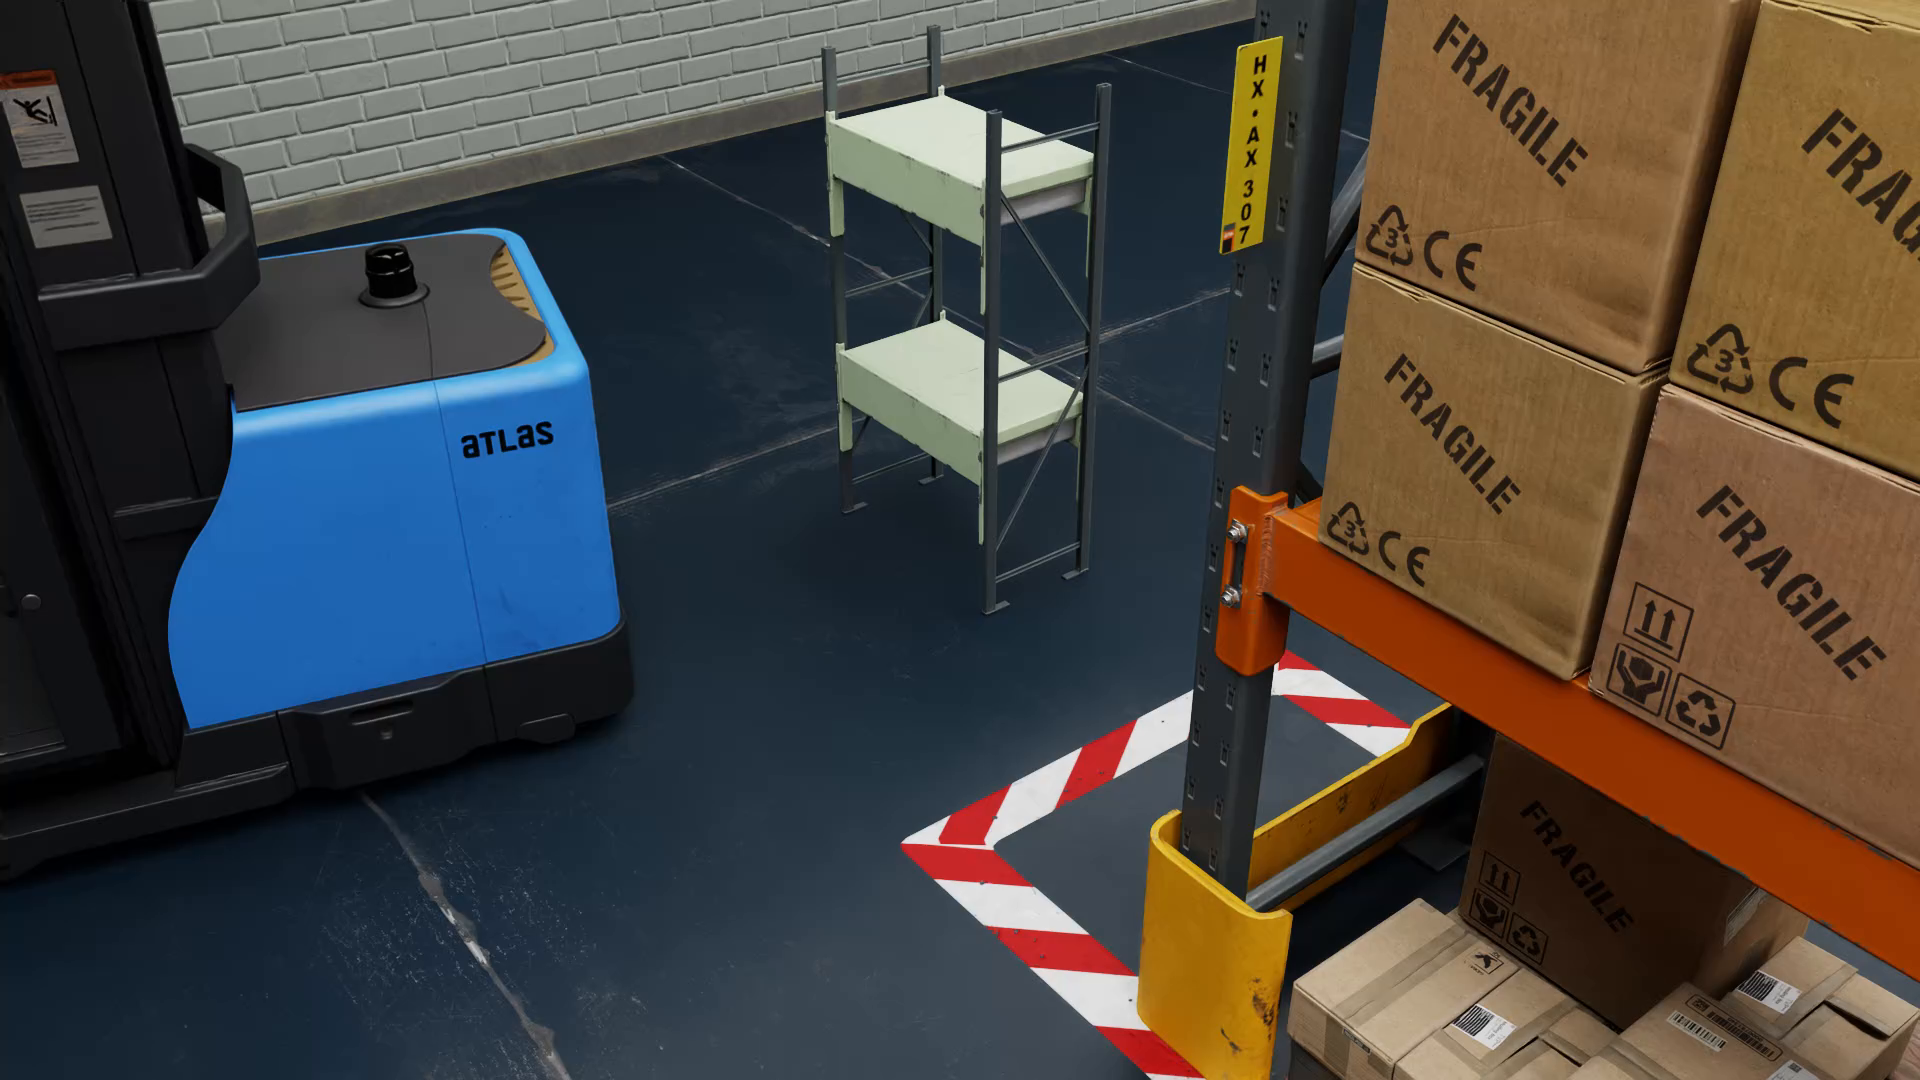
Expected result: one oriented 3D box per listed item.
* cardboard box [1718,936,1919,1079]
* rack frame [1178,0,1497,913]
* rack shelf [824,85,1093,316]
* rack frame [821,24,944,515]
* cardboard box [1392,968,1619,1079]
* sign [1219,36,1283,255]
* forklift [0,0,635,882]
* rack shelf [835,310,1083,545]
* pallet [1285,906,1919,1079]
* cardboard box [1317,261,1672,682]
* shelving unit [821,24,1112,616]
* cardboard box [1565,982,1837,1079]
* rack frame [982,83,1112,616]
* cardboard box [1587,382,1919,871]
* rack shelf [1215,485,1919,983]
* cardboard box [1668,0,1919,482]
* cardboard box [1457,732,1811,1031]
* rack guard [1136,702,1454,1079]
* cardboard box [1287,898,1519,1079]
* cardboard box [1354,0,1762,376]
[{"bbox_3d":[1.583,0.951,3.145,0.380,0.166,0.250,-22,38,-31],"label":"cardboard box"},{"bbox_3d":[0.878,-0.411,3.068,1.000,3.000,0.127,-22,38,-31],"label":"rack frame"},{"bbox_3d":[0.004,-0.966,4.644,0.431,0.370,0.720,-22,38,-31],"label":"rack shelf"},{"bbox_3d":[-0.220,-0.787,5.095,0.400,1.500,0.023,-22,38,-31],"label":"rack frame"},{"bbox_3d":[1.016,0.996,3.072,0.380,0.166,0.250,-22,38,-31],"label":"cardboard box"},{"bbox_3d":[0.449,-0.603,2.557,0.100,0.325,0.005,-22,38,-31],"label":"sign"},{"bbox_3d":[-2.437,-0.689,3.581,3.031,2.935,1.130,-12,34,-19],"label":"forklift"},{"bbox_3d":[0.004,-0.357,5.022,0.431,0.370,0.720,-22,38,-31],"label":"rack shelf"},{"bbox_3d":[1.414,1.138,3.219,1.003,0.211,1.213,-22,38,-31],"label":"pallet"},{"bbox_3d":[0.941,-0.183,2.607,0.500,0.500,0.500,-21,38,-30],"label":"cardboard box"},{"bbox_3d":[0.004,-0.634,4.850,0.431,1.500,0.755,-22,38,-31],"label":"shelving unit"},{"bbox_3d":[1.294,1.097,2.829,0.500,0.250,0.500,-22,38,-31],"label":"cardboard box"},{"bbox_3d":[0.229,-0.482,4.604,0.400,1.500,0.023,-22,38,-31],"label":"rack frame"},{"bbox_3d":[1.262,0.030,2.263,0.500,0.500,0.500,-23,38,-32],"label":"cardboard box"},{"bbox_3d":[2.104,0.728,1.916,1.077,0.370,4.000,-22,38,-31],"label":"rack shelf"},{"bbox_3d":[1.268,-0.392,1.996,0.500,0.500,0.500,-22,38,-31],"label":"cardboard box"},{"bbox_3d":[1.406,0.611,3.375,0.500,0.500,0.500,-22,38,-31],"label":"cardboard box"},{"bbox_3d":[0.924,0.683,3.677,1.175,0.500,0.348,-22,38,-31],"label":"rack guard"},{"bbox_3d":[0.863,0.899,3.244,0.380,0.149,0.250,-22,38,-31],"label":"cardboard box"},{"bbox_3d":[0.941,-0.608,2.343,0.500,0.500,0.500,-21,38,-30],"label":"cardboard box"}]
